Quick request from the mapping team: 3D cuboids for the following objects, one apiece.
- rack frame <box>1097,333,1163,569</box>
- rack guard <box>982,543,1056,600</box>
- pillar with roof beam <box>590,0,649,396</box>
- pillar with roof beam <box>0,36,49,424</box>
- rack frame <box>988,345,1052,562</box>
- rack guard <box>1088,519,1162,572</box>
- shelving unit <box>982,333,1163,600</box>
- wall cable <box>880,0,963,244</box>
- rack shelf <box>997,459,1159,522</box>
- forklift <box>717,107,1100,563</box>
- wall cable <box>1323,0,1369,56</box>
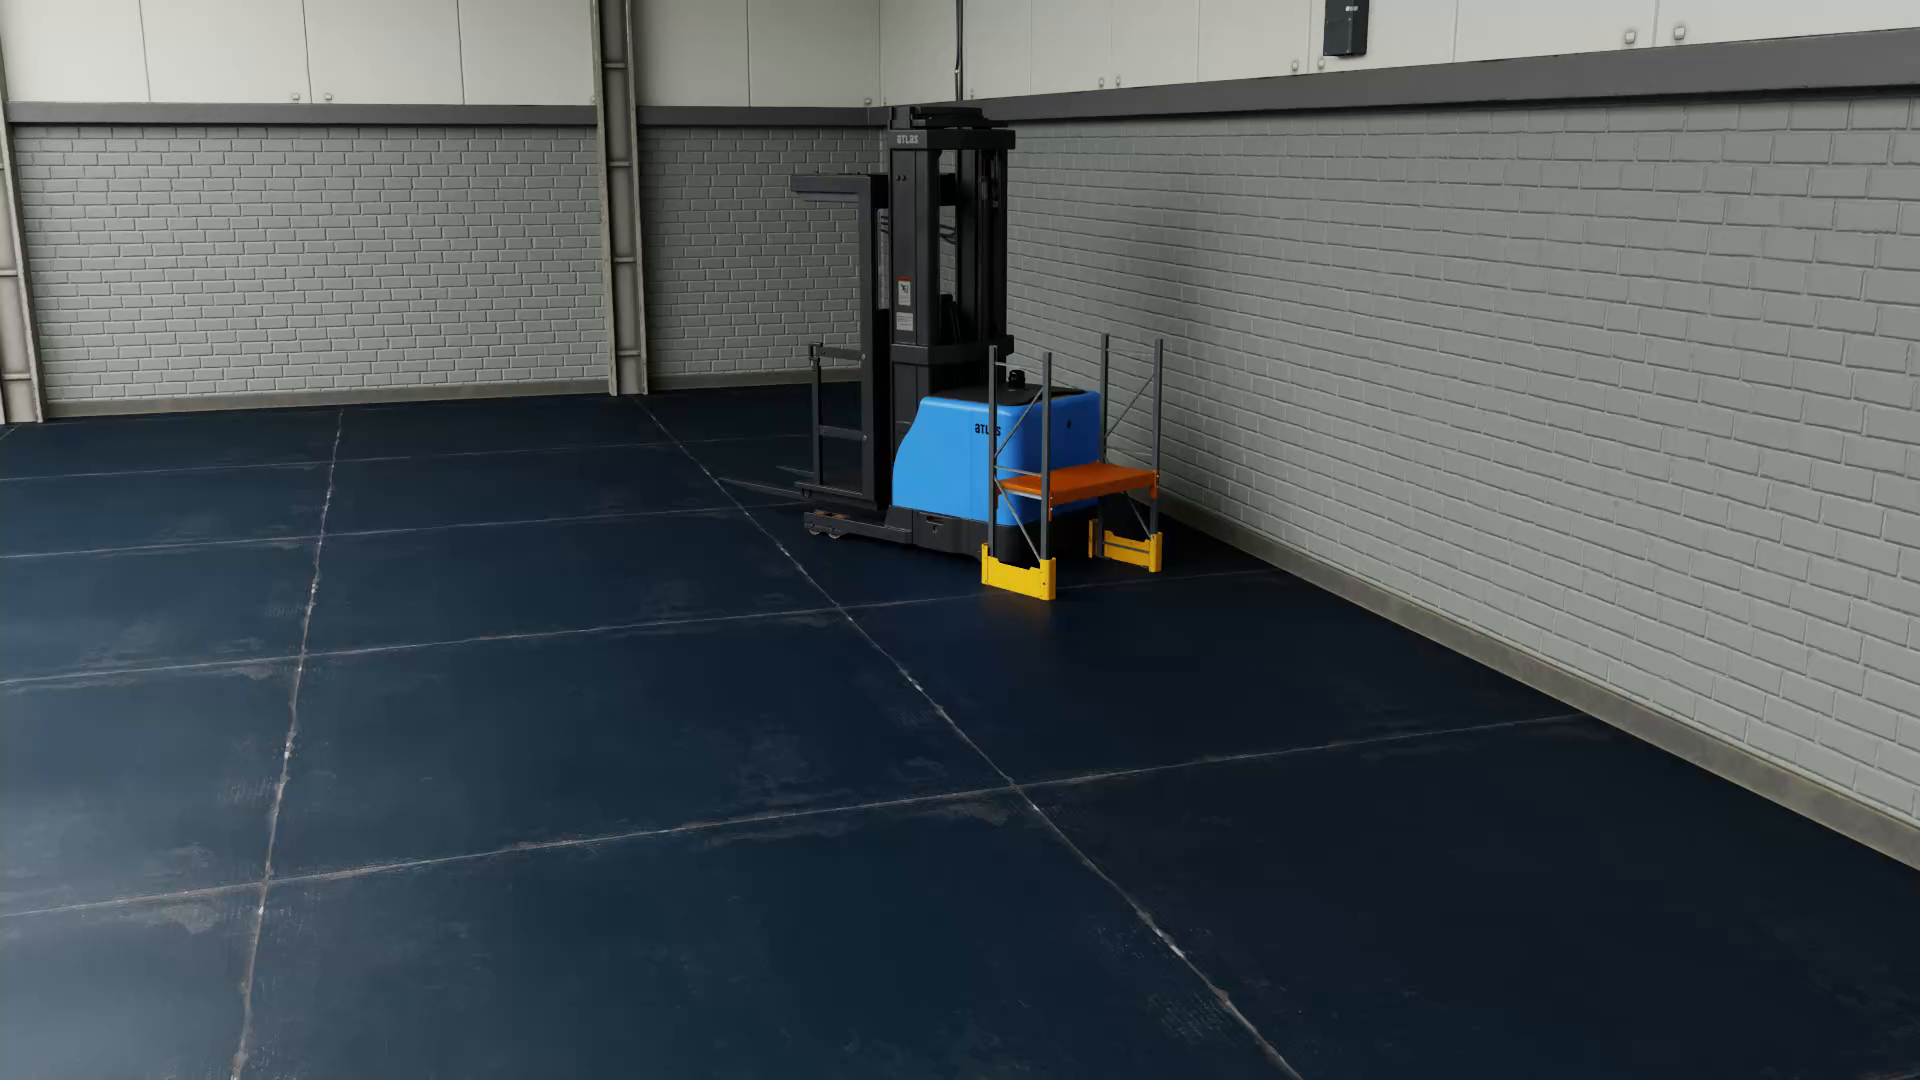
[{"bbox_3d":[1.100,-0.578,10.831,0.032,1.500,0.500,-12,18,-42],"label":"rack frame"},{"bbox_3d":[0.360,0.191,10.299,0.087,0.250,0.587,-12,18,-42],"label":"rack guard"},{"bbox_3d":[-2.320,-5.072,13.518,0.400,9.000,9.100,-4,14,-18],"label":"pillar with roof beam"},{"bbox_3d":[-8.006,-4.629,11.657,0.400,9.000,9.100,-4,14,-18],"label":"pillar with roof beam"},{"bbox_3d":[0.359,-0.417,10.154,0.032,1.500,0.500,-12,18,-42],"label":"rack frame"},{"bbox_3d":[1.086,0.033,10.963,0.087,0.250,0.587,-12,18,-42],"label":"rack guard"},{"bbox_3d":[0.723,-0.496,10.487,1.083,1.500,0.587,-12,18,-42],"label":"shelving unit"},{"bbox_3d":[-0.479,-4.433,17.542,0.112,2.526,3.097,-4,14,-18],"label":"wall cable"},{"bbox_3d":[0.730,-0.322,10.534,1.000,0.185,0.538,-12,18,-42],"label":"rack shelf"},{"bbox_3d":[-0.478,-1.518,11.692,3.031,2.935,1.130,11,17,39],"label":"forklift"},{"bbox_3d":[2.534,-5.514,8.031,0.169,6.003,2.305,-4,14,-18],"label":"wall cable"}]
